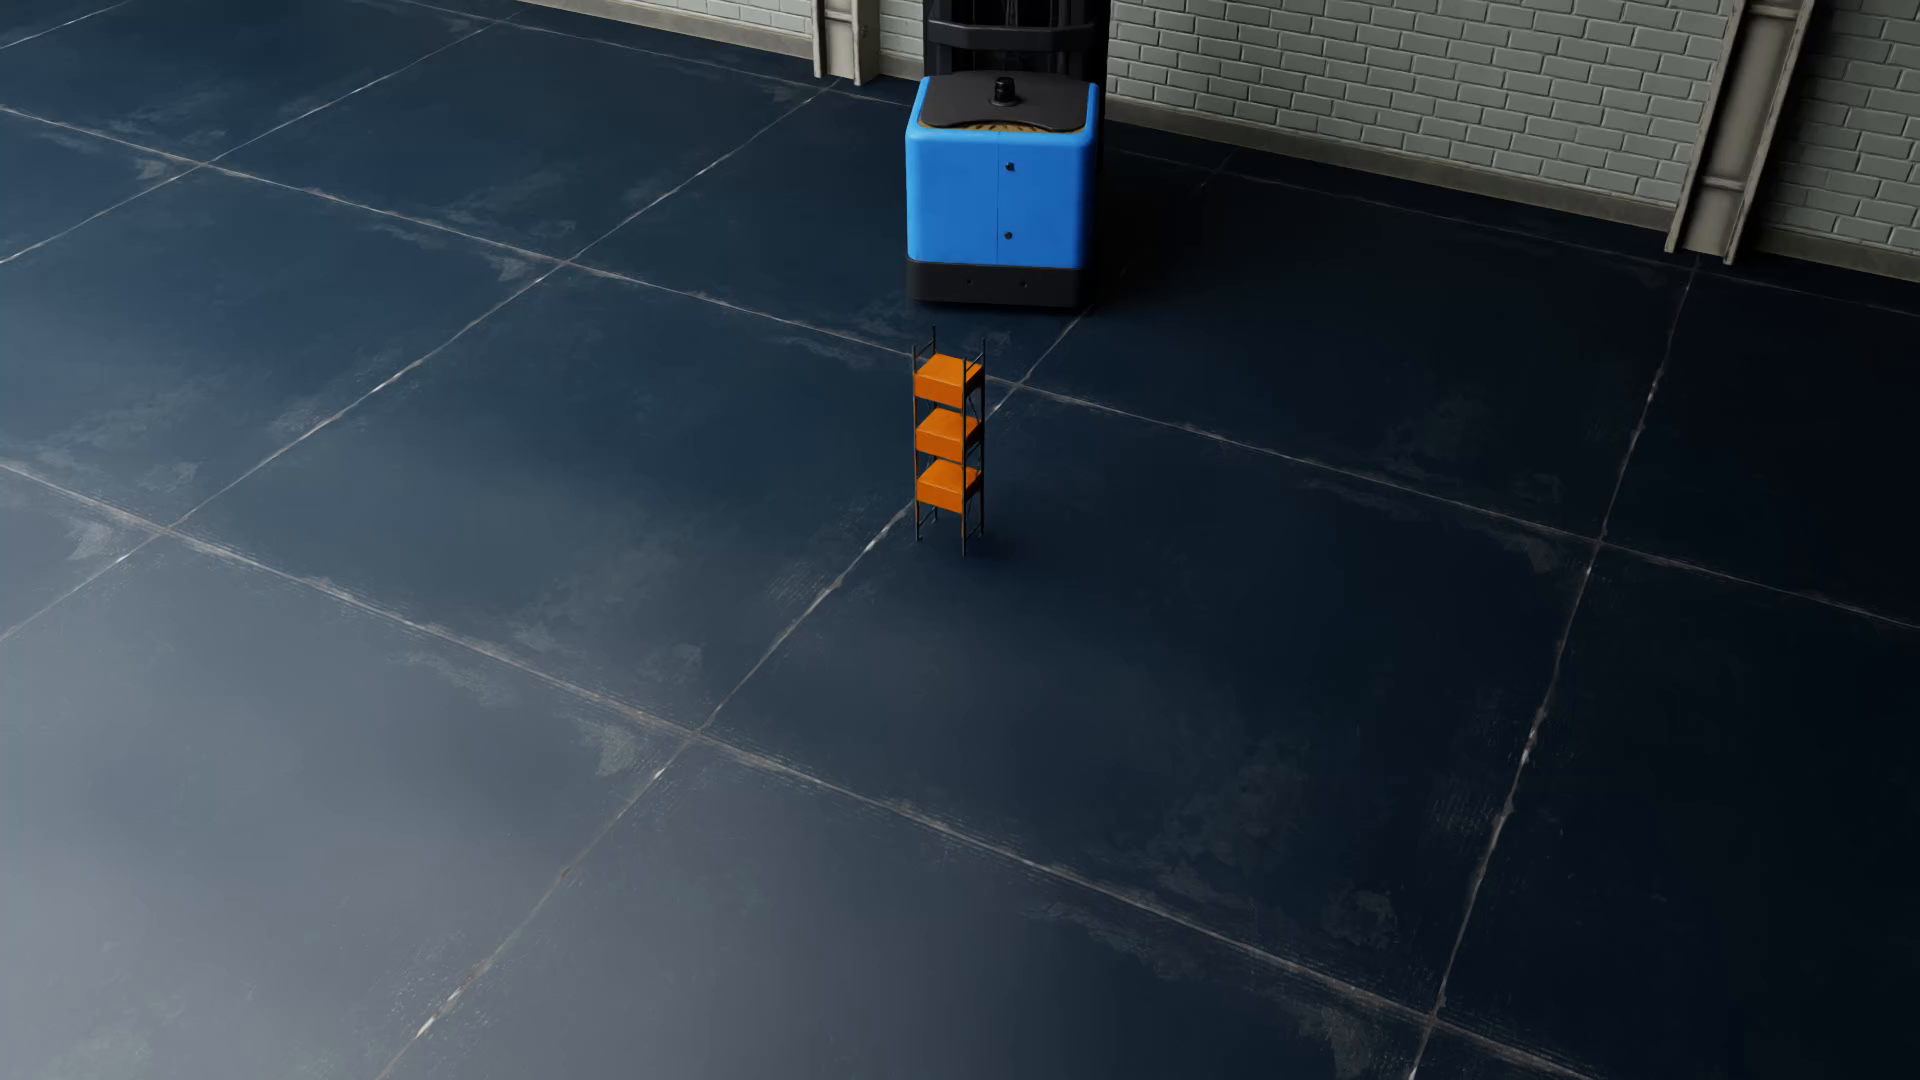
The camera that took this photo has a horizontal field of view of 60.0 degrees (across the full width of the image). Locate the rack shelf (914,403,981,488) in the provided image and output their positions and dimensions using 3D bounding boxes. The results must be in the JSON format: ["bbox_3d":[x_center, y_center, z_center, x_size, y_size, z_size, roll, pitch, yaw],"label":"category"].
[{"bbox_3d":[-0.048,-0.425,7.459,0.240,0.259,0.215,17,41,21],"label":"rack shelf"}]

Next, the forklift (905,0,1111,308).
[{"bbox_3d":[0.352,-3.352,9.742,1.130,2.935,3.031,3,37,4],"label":"forklift"}]

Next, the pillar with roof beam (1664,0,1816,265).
[{"bbox_3d":[2.519,-3.046,4.321,0.400,9.000,9.100,17,41,21],"label":"pillar with roof beam"}]

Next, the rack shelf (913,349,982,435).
[{"bbox_3d":[-0.048,-0.651,7.287,0.240,0.259,0.215,17,41,21],"label":"rack shelf"}]

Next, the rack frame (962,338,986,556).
[{"bbox_3d":[0.061,-0.399,7.407,0.008,1.050,0.200,17,41,21],"label":"rack frame"}]

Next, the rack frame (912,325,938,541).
[{"bbox_3d":[-0.156,-0.467,7.497,0.008,1.050,0.200,17,41,21],"label":"rack frame"}]

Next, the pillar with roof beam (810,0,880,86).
[{"bbox_3d":[-2.809,-4.715,6.518,0.400,9.000,9.100,17,41,21],"label":"pillar with roof beam"}]

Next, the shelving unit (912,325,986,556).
[{"bbox_3d":[-0.048,-0.433,7.452,0.252,1.050,0.215,17,41,21],"label":"shelving unit"}]

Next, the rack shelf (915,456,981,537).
[{"bbox_3d":[-0.048,-0.203,7.627,0.240,0.259,0.215,17,41,21],"label":"rack shelf"}]
